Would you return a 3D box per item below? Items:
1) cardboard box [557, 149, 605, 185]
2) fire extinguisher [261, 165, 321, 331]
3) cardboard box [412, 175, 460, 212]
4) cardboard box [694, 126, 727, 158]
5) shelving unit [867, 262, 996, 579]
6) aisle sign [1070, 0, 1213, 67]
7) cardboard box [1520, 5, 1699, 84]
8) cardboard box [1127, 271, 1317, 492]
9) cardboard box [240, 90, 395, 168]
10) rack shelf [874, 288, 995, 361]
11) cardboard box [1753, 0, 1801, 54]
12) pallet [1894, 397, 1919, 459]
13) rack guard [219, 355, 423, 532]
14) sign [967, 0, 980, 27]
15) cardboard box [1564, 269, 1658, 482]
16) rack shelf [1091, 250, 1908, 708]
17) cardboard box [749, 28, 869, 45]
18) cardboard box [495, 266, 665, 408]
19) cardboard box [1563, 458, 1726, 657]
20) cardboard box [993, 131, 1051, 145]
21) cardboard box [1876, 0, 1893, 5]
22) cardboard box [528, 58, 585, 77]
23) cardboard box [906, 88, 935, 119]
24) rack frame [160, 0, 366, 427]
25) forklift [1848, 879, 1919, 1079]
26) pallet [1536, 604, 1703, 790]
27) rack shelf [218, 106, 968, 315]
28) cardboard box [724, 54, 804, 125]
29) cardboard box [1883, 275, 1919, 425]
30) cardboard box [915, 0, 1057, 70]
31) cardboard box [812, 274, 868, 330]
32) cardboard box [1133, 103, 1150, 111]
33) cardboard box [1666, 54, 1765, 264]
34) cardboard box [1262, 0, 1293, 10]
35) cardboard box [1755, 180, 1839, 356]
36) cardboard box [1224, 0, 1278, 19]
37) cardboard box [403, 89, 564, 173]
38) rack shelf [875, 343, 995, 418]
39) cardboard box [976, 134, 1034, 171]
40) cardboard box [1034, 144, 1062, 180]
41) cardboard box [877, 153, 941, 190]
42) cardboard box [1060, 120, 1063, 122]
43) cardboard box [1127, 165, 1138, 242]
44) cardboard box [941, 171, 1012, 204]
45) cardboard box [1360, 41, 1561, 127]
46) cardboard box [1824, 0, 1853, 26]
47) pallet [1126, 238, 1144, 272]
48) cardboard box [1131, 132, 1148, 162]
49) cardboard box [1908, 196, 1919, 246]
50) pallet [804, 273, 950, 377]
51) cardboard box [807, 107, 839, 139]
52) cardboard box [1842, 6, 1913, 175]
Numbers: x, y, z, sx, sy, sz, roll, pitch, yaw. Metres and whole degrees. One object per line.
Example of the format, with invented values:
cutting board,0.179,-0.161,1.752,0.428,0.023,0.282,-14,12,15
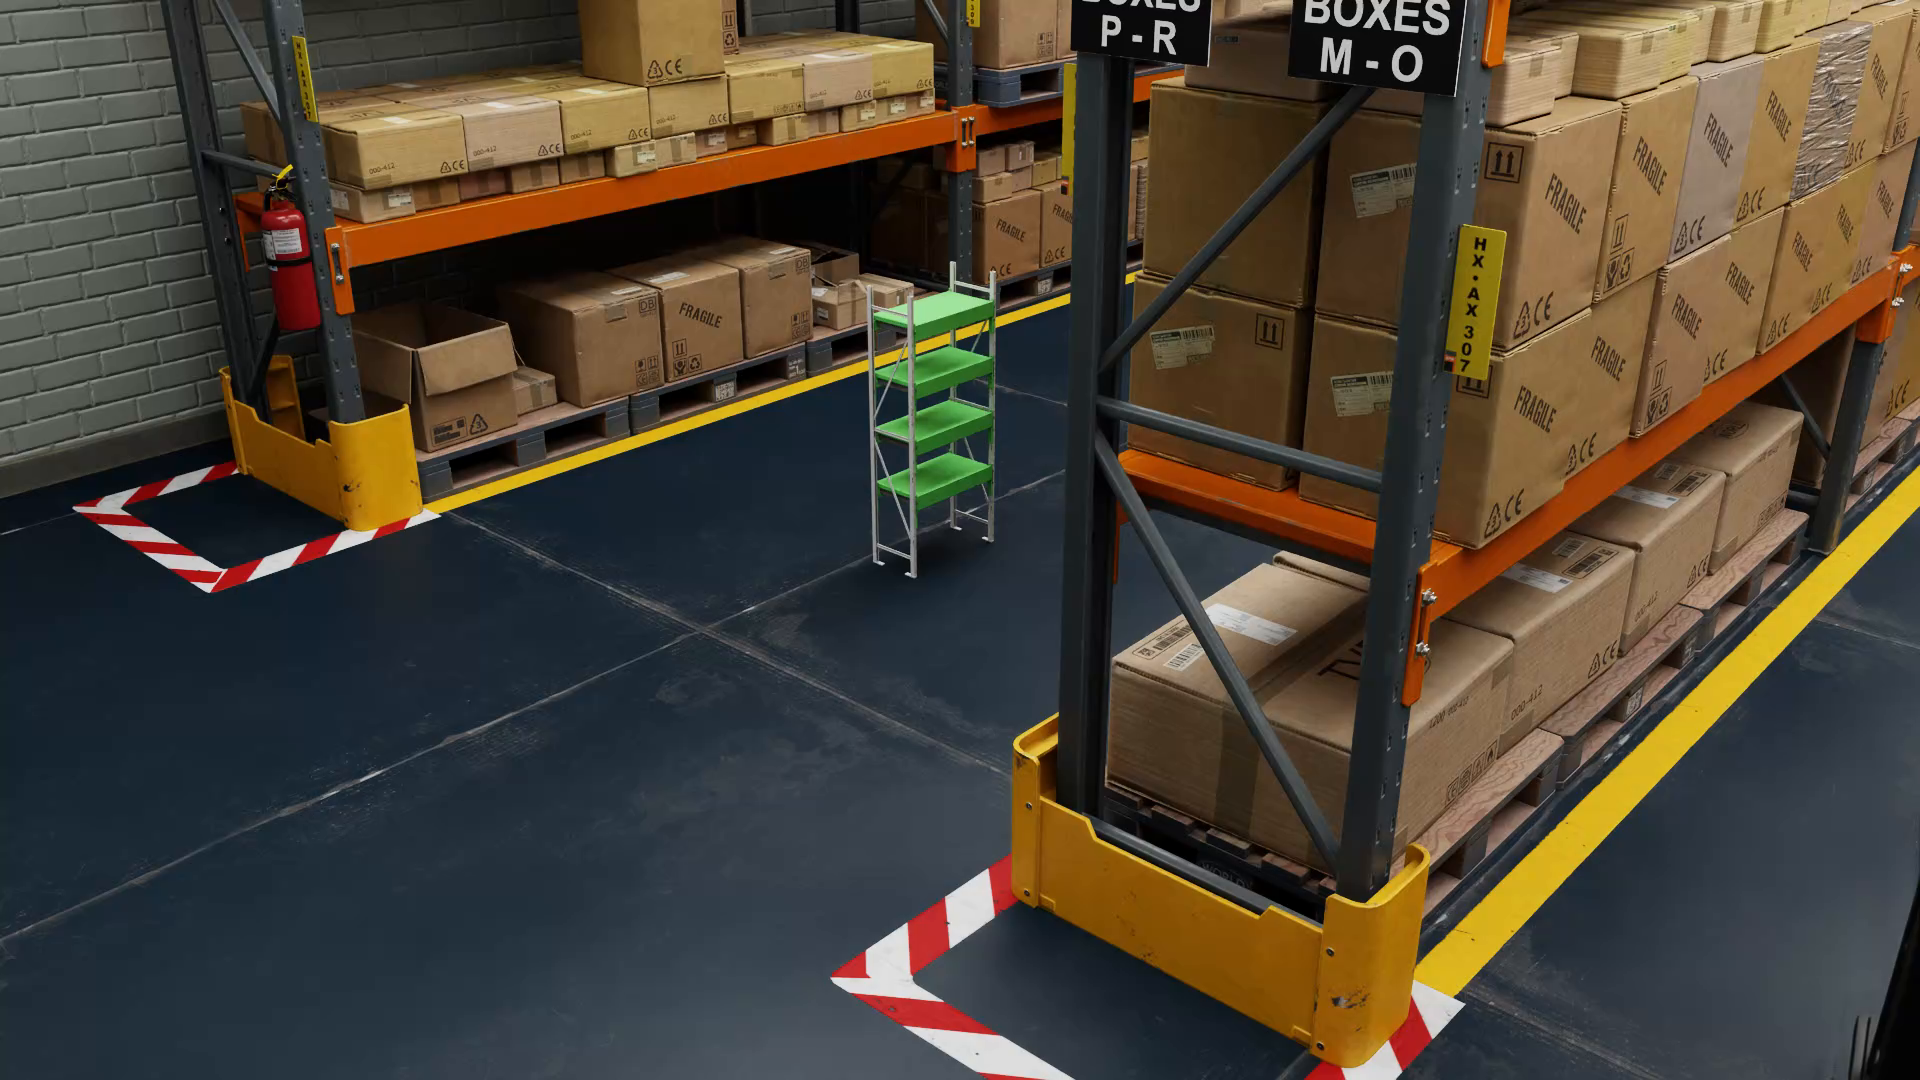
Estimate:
cardboard box,-1.912,-1.816,7.941,0.380,0.149,0.250,21,31,38
fire extinguisher,-2.762,-1.206,6.825,0.296,0.674,0.183,20,31,38
cardboard box,-2.449,-1.584,7.423,0.380,0.149,0.250,21,32,39
cardboard box,-1.406,-2.056,8.475,0.380,0.149,0.250,20,31,37
shelving unit,-0.110,-0.497,6.892,0.258,1.200,0.503,20,31,38
aisle sign,0.412,-1.478,3.702,0.394,0.787,0.004,20,31,38
cardboard box,1.677,-1.291,4.327,0.380,0.149,0.250,19,30,36
cardboard box,0.816,-0.494,4.562,0.500,0.500,0.500,20,31,38
cardboard box,-2.899,-1.863,7.558,0.500,0.250,0.500,21,32,39
rack shelf,-0.110,-0.877,6.722,0.258,0.148,0.480,20,31,38
cardboard box,2.200,-1.520,4.837,0.380,0.149,0.250,19,31,36
pallet,4.633,-0.804,8.785,1.003,0.211,1.213,20,31,38
rack guard,-2.957,-0.465,7.677,1.175,0.500,0.348,20,31,38
sign,0.071,-3.051,9.330,0.100,0.325,0.005,20,31,38
cardboard box,1.542,-0.504,4.585,0.500,0.500,0.500,20,31,37
rack shelf,2.026,-0.510,5.600,1.077,0.370,4.000,20,31,38
cardboard box,-0.870,-2.792,9.630,0.500,0.250,0.500,20,31,37
cardboard box,-1.930,-1.044,8.454,0.700,0.500,0.500,22,32,40
cardboard box,2.264,-0.035,6.280,0.875,0.438,0.875,19,30,36
cardboard box,0.395,-2.652,11.247,0.380,0.149,0.250,21,32,39
cardboard box,3.135,-2.014,5.938,0.380,0.149,0.250,21,32,39
cardboard box,-1.871,-2.328,8.596,0.500,0.250,0.500,20,31,37
cardboard box,-0.363,-2.521,9.513,0.380,0.149,0.250,21,31,38
rack frame,-3.008,-1.583,7.114,1.000,3.000,0.127,20,31,38
forklift,2.344,0.374,2.833,1.130,2.935,3.031,13,27,27
pallet,1.980,0.409,6.080,1.003,0.211,1.213,20,31,38
rack shelf,-1.673,-1.864,8.620,1.077,0.370,4.000,20,31,38
cardboard box,-1.163,-2.342,8.627,0.500,0.250,0.500,20,31,37
cardboard box,4.312,-1.158,8.249,0.875,0.875,0.875,21,32,39
cardboard box,0.151,-3.125,9.918,0.700,0.500,0.500,21,32,39
cardboard box,-0.730,-1.387,9.505,0.396,0.266,0.258,22,32,39
cardboard box,1.447,-3.122,12.296,0.380,0.149,0.250,21,31,38
cardboard box,1.901,-1.117,4.731,0.500,0.500,0.500,20,31,37
cardboard box,1.042,-1.376,4.515,0.380,0.149,0.250,20,31,37
cardboard box,2.577,-0.966,5.617,0.500,0.500,0.500,20,31,37
cardboard box,1.868,-3.734,11.581,0.500,0.250,0.500,18,30,35
cardboard box,-2.168,-1.868,7.571,0.500,0.250,0.500,21,31,38
rack shelf,-0.110,-0.658,6.820,0.258,0.148,0.480,20,31,38
cardboard box,0.237,-2.413,10.351,0.380,0.149,0.250,18,30,35
cardboard box,0.562,-2.459,10.818,0.380,0.149,0.250,20,31,37
cardboard box,-0.308,-2.339,10.550,0.380,0.149,0.250,19,30,36
cardboard box,0.928,-2.885,11.767,0.380,0.149,0.250,20,31,38
cardboard box,0.836,-2.254,11.153,0.500,0.500,0.500,19,30,36
cardboard box,0.099,-2.185,10.206,0.380,0.149,0.250,22,32,40
cardboard box,1.134,-1.059,3.809,0.380,0.149,0.250,21,32,39
cardboard box,2.666,-1.772,5.399,0.380,0.149,0.250,20,31,37
pallet,0.990,-2.161,11.811,1.003,0.211,1.213,20,31,38
cardboard box,1.082,-2.690,11.333,0.380,0.149,0.250,20,31,38
cardboard box,3.851,-1.441,6.981,0.500,0.250,0.500,19,31,36
pallet,-0.798,-1.320,9.936,1.003,0.211,1.213,20,31,38
cardboard box,-0.872,-2.277,8.970,0.380,0.149,0.250,21,32,39
cardboard box,2.906,-1.578,5.758,0.500,0.500,0.500,20,31,37
